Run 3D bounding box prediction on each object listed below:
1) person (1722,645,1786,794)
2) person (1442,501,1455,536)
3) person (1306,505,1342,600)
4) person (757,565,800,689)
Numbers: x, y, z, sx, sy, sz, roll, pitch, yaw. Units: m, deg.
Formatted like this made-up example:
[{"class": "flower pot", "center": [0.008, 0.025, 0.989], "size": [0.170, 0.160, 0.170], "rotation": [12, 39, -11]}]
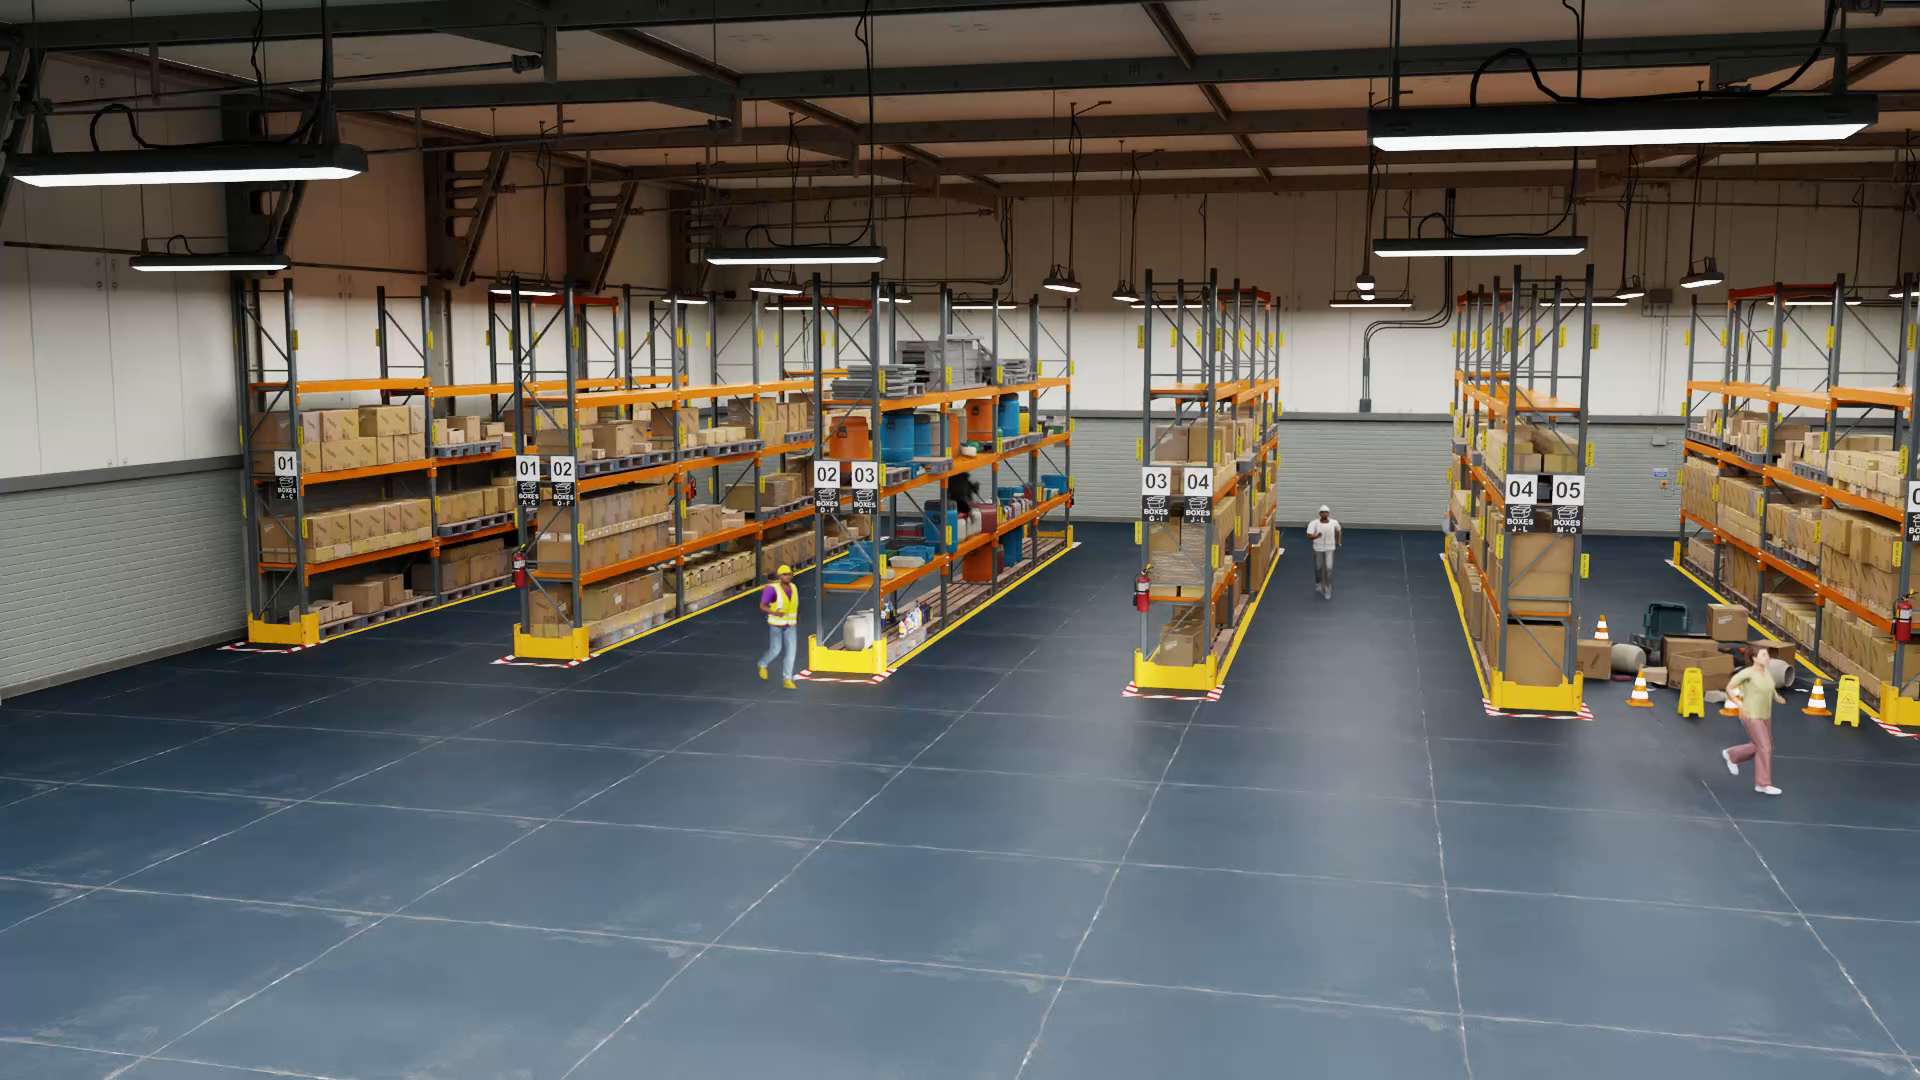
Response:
[{"class": "person", "center": [8.839, 1.966, 18.545], "size": [0.581, 1.639, 0.770], "rotation": [-3, 8, -25]}, {"class": "person", "center": [11.708, -0.533, 39.590], "size": [0.522, 1.589, 0.722], "rotation": [4, 8, 29]}, {"class": "person", "center": [7.114, 0.223, 32.520], "size": [0.677, 1.821, 0.807], "rotation": [1, 7, 11]}, {"class": "person", "center": [-2.589, 1.235, 24.174], "size": [0.719, 1.759, 0.896], "rotation": [-5, 8, -34]}]
